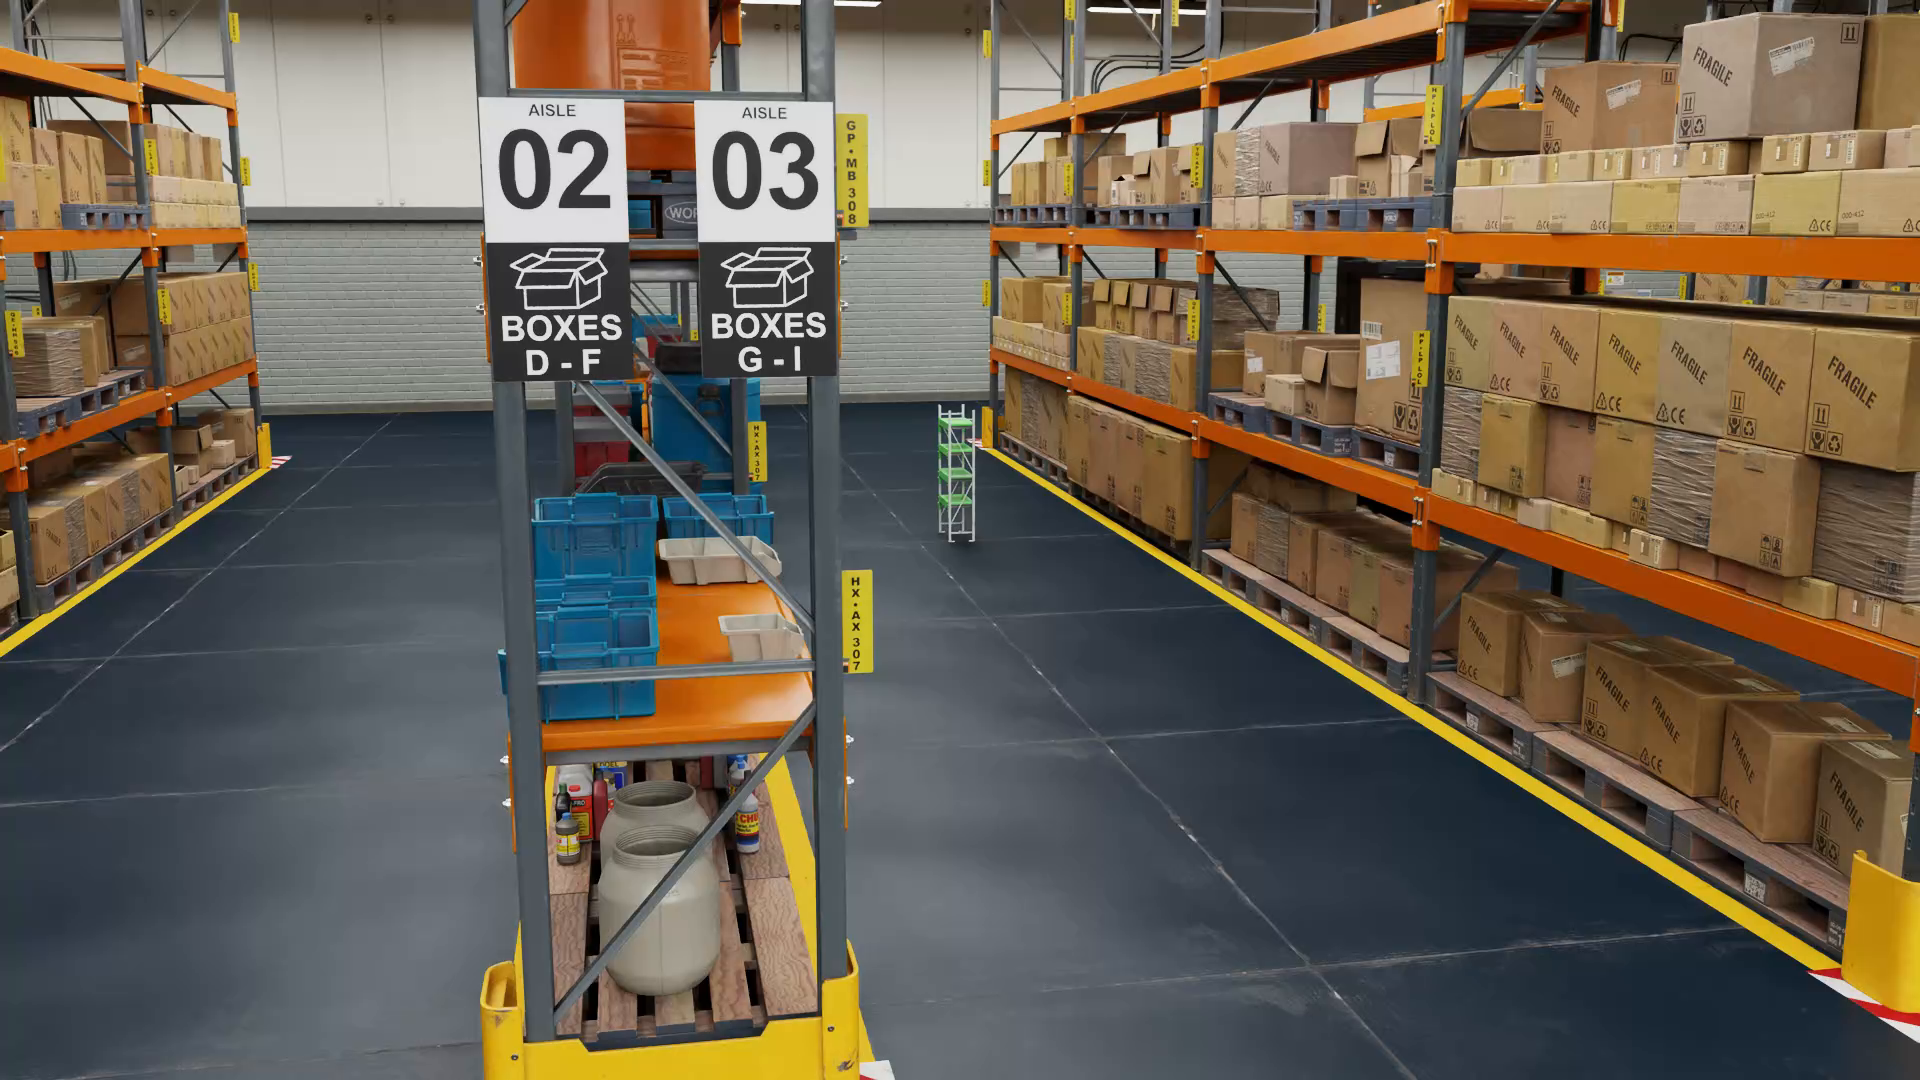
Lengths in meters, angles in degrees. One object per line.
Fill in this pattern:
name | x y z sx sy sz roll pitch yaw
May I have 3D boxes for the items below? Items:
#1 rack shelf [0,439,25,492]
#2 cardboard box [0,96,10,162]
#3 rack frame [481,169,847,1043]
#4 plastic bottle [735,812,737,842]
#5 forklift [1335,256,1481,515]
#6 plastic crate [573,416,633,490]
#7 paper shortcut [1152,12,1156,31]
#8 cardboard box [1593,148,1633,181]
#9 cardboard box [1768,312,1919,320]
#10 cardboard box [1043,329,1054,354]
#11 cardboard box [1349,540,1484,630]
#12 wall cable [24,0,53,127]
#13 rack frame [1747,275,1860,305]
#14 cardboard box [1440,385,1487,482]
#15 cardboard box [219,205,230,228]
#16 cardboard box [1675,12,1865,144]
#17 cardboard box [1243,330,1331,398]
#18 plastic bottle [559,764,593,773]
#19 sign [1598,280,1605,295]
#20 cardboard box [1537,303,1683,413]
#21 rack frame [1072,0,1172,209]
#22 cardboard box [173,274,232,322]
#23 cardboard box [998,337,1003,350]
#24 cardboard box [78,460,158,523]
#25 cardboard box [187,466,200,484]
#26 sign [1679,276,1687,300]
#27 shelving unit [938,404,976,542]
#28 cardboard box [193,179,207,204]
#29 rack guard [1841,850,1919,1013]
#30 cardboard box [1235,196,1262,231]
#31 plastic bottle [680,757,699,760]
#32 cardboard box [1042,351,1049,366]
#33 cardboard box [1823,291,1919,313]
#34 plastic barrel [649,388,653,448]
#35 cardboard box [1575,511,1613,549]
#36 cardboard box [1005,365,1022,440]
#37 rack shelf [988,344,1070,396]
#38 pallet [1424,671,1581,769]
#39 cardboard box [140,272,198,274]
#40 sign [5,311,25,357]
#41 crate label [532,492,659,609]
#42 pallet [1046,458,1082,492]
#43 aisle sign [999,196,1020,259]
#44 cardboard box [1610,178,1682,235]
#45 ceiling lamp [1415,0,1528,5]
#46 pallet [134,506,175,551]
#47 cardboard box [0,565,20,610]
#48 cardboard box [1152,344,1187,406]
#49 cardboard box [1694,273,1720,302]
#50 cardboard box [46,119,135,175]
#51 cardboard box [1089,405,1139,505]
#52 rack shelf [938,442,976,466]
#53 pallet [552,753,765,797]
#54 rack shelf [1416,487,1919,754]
rack shelf | -6.887 -0.158 9.984 1.077 0.370 4.000 -2 11 -11
cardboard box | -7.454 -3.066 12.374 0.500 0.500 0.500 -2 11 -11
rack frame | -0.861 0.409 5.078 1.000 3.000 0.127 -2 11 -11
plastic bottle | -0.928 1.205 7.205 0.097 0.201 0.097 0 11 0
forklift | 4.353 -1.703 16.357 1.130 2.935 3.031 -2 11 -11
plastic crate | -2.033 -0.434 9.335 0.402 0.464 0.583 -2 11 -11
paper shortcut | 1.670 -4.477 14.331 0.009 0.170 0.078 9 -22 -13
cardboard box | 3.271 -1.792 7.954 0.380 0.149 0.250 -2 11 -12
cardboard box | 3.969 -0.752 7.440 0.500 0.500 0.500 -2 11 -11
cardboard box | 1.217 -2.211 18.447 0.500 0.250 0.500 -2 11 -9
cardboard box | 3.047 0.306 11.130 0.700 0.500 0.500 -2 11 -11
wall cable | -11.786 -7.217 23.895 3.097 2.526 0.112 -2 11 -11
rack frame | 7.327 -1.400 14.584 1.000 3.000 0.127 -2 11 -11
cardboard box | 3.247 -0.615 9.396 0.875 0.500 0.500 -2 11 -11
cardboard box | -8.387 -3.569 18.358 0.500 0.250 0.500 -2 11 -11
cardboard box | 3.448 -1.960 7.105 0.500 0.500 0.500 -2 11 -11
cardboard box | 2.586 -1.396 13.172 0.500 0.500 0.500 -4 11 -18
plastic bottle | -1.733 1.071 7.511 0.144 0.351 0.185 -2 11 -9
sign | 7.092 -2.723 18.439 0.100 0.325 0.005 -2 11 -11
cardboard box | 3.253 -0.916 8.303 0.500 0.500 0.500 -2 11 -11
rack frame | 1.664 -4.919 17.027 1.000 3.000 0.127 -2 11 -11
cardboard box | -8.271 -2.627 18.088 0.500 0.500 0.500 -2 11 -9
cardboard box | 0.682 -2.458 20.813 0.380 0.149 0.250 -2 11 -12
cardboard box | -7.589 -0.429 14.992 0.500 0.500 0.500 -2 11 -11
cardboard box | -8.102 -0.680 17.200 0.380 0.166 0.250 -2 11 -11
sign | 10.061 -3.511 23.147 0.100 0.325 0.005 -2 11 -11
shelving unit | -0.032 -0.620 15.297 0.258 1.200 0.503 -2 11 -11
cardboard box | -8.187 -3.631 17.349 0.500 0.250 0.500 -2 11 -11
rack guard | 3.983 1.443 6.331 1.175 0.500 0.348 -2 11 -11
cardboard box | 2.383 -2.448 12.471 0.500 0.250 0.500 -2 11 -10
plastic bottle | -1.334 0.950 8.343 0.152 0.276 0.135 -2 11 -11
cardboard box | 1.133 -2.034 18.586 0.380 0.149 0.250 -2 11 -10
cardboard box | 7.504 -1.765 13.559 0.700 0.500 0.500 -2 11 -12
plastic barrel | -1.752 -0.709 10.591 0.433 0.535 0.433 0 11 0
cardboard box | 3.271 -0.056 8.195 0.380 0.149 0.250 -2 11 -11
cardboard box | 1.089 -1.754 21.000 0.875 0.875 0.875 -2 11 -11
rack shelf | 1.275 -1.985 19.582 1.077 0.370 4.000 -2 11 -11
pallet | 3.385 0.987 9.499 1.003 0.211 1.213 -2 11 -11
cardboard box | -9.004 -2.795 18.972 0.500 0.500 0.500 -2 11 -9
sign | -6.732 -1.468 11.845 0.100 0.325 0.005 -2 11 -11
crate label | -1.484 0.064 6.797 0.502 0.435 0.616 -2 11 -11
pallet | 1.593 -0.744 18.596 1.003 0.211 1.213 -2 11 -11
aisle sign | 0.577 -3.985 21.211 0.394 0.787 0.004 -2 11 -11
cardboard box | 3.360 -1.528 7.634 0.500 0.250 0.500 -2 11 -12
ceiling lamp | 7.706 -9.285 24.352 2.000 3.185 0.800 -2 11 -11
pallet | -7.859 -0.095 15.183 1.003 0.211 1.213 -2 11 -11
cardboard box | -6.935 0.353 11.602 0.500 0.250 0.500 -2 11 -10
cardboard box | 2.011 -1.461 14.634 0.500 0.500 0.500 -2 11 -12
cardboard box | 10.420 -3.508 22.716 0.500 0.500 0.500 -2 11 -12
cardboard box | -8.186 -3.714 15.776 0.700 0.500 0.500 -2 11 -11
cardboard box | 1.982 -0.854 16.273 1.225 0.875 0.875 -3 11 -13
rack shelf | -0.032 -0.793 15.264 0.258 0.148 0.480 -2 11 -11
pallet | -1.549 1.170 8.538 1.003 0.211 1.213 -2 11 -11
rack shelf | 3.609 0.216 8.019 1.077 0.370 4.000 -2 11 -11
